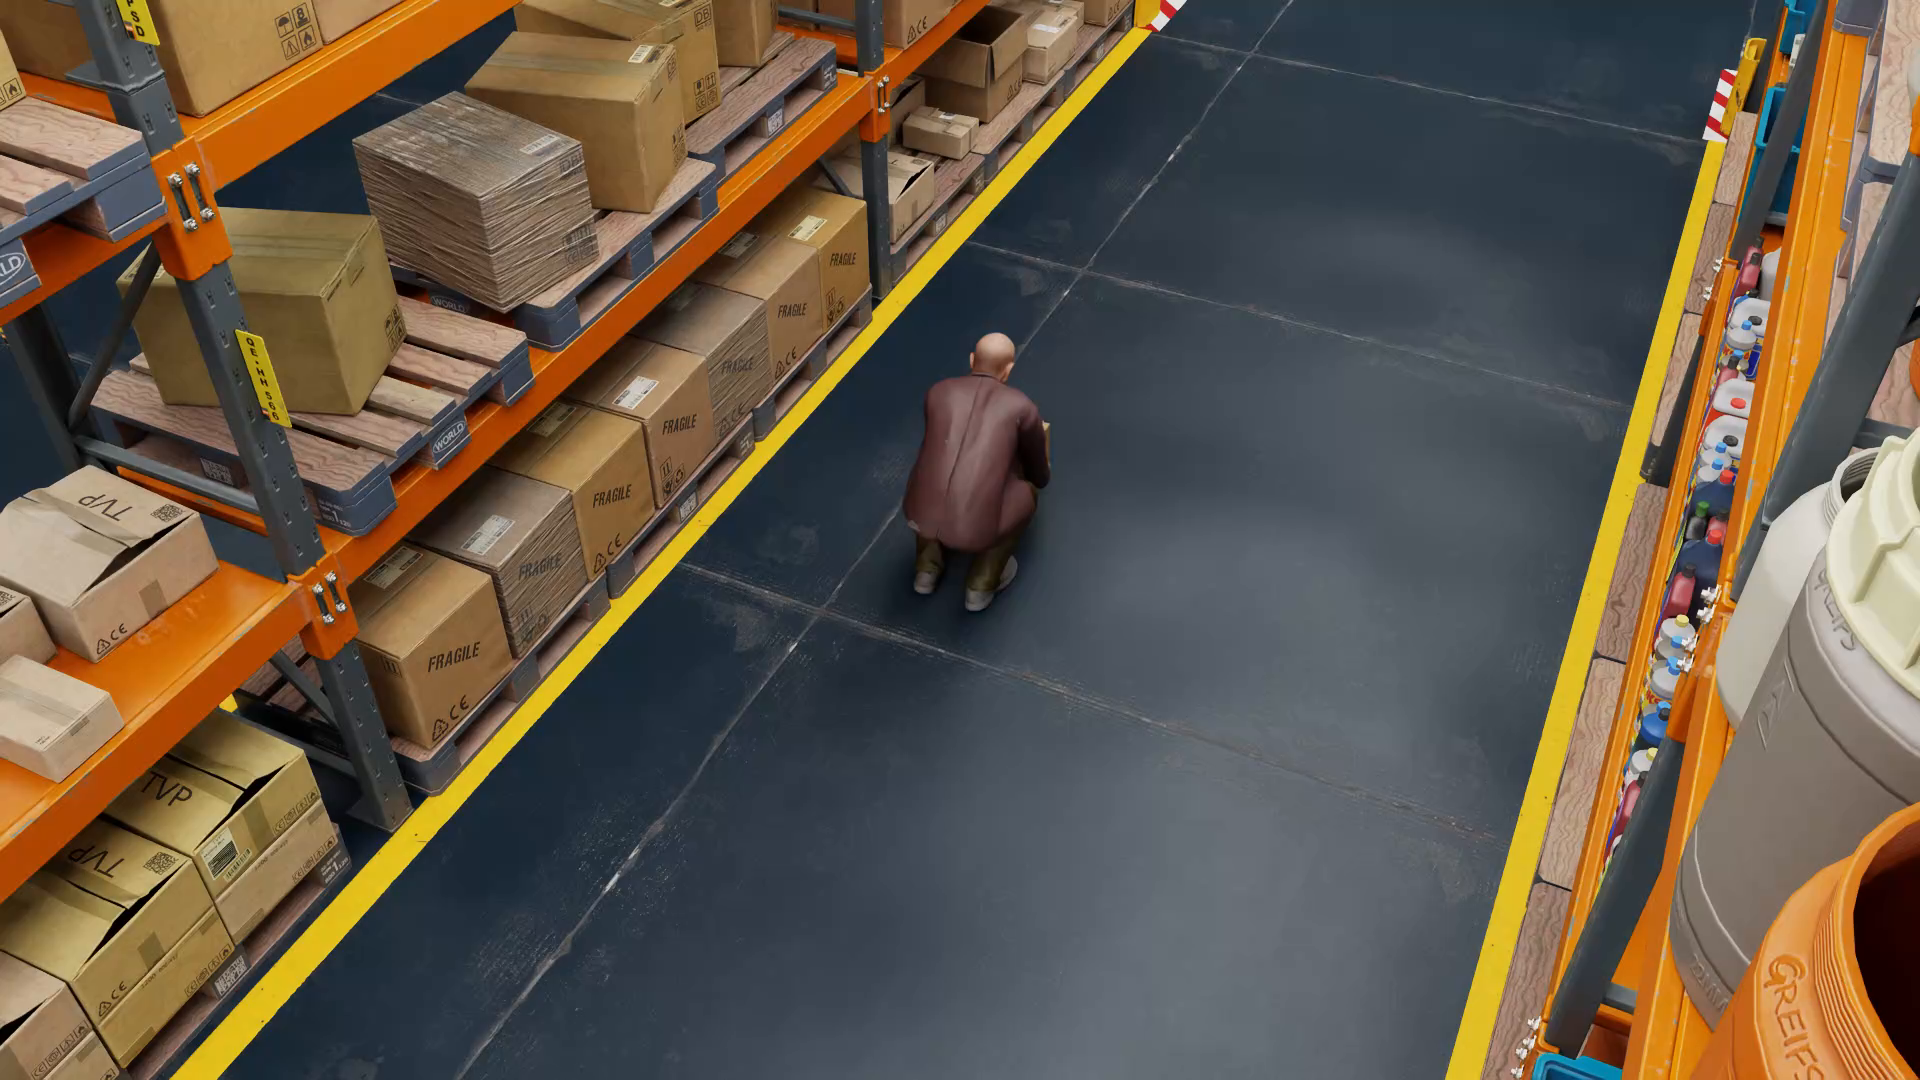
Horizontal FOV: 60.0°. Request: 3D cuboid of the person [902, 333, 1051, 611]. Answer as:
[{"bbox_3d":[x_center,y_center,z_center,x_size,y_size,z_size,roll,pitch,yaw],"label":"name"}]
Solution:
[{"bbox_3d":[0.082,-0.293,7.109,0.577,0.981,0.936,16,44,18],"label":"person"}]
